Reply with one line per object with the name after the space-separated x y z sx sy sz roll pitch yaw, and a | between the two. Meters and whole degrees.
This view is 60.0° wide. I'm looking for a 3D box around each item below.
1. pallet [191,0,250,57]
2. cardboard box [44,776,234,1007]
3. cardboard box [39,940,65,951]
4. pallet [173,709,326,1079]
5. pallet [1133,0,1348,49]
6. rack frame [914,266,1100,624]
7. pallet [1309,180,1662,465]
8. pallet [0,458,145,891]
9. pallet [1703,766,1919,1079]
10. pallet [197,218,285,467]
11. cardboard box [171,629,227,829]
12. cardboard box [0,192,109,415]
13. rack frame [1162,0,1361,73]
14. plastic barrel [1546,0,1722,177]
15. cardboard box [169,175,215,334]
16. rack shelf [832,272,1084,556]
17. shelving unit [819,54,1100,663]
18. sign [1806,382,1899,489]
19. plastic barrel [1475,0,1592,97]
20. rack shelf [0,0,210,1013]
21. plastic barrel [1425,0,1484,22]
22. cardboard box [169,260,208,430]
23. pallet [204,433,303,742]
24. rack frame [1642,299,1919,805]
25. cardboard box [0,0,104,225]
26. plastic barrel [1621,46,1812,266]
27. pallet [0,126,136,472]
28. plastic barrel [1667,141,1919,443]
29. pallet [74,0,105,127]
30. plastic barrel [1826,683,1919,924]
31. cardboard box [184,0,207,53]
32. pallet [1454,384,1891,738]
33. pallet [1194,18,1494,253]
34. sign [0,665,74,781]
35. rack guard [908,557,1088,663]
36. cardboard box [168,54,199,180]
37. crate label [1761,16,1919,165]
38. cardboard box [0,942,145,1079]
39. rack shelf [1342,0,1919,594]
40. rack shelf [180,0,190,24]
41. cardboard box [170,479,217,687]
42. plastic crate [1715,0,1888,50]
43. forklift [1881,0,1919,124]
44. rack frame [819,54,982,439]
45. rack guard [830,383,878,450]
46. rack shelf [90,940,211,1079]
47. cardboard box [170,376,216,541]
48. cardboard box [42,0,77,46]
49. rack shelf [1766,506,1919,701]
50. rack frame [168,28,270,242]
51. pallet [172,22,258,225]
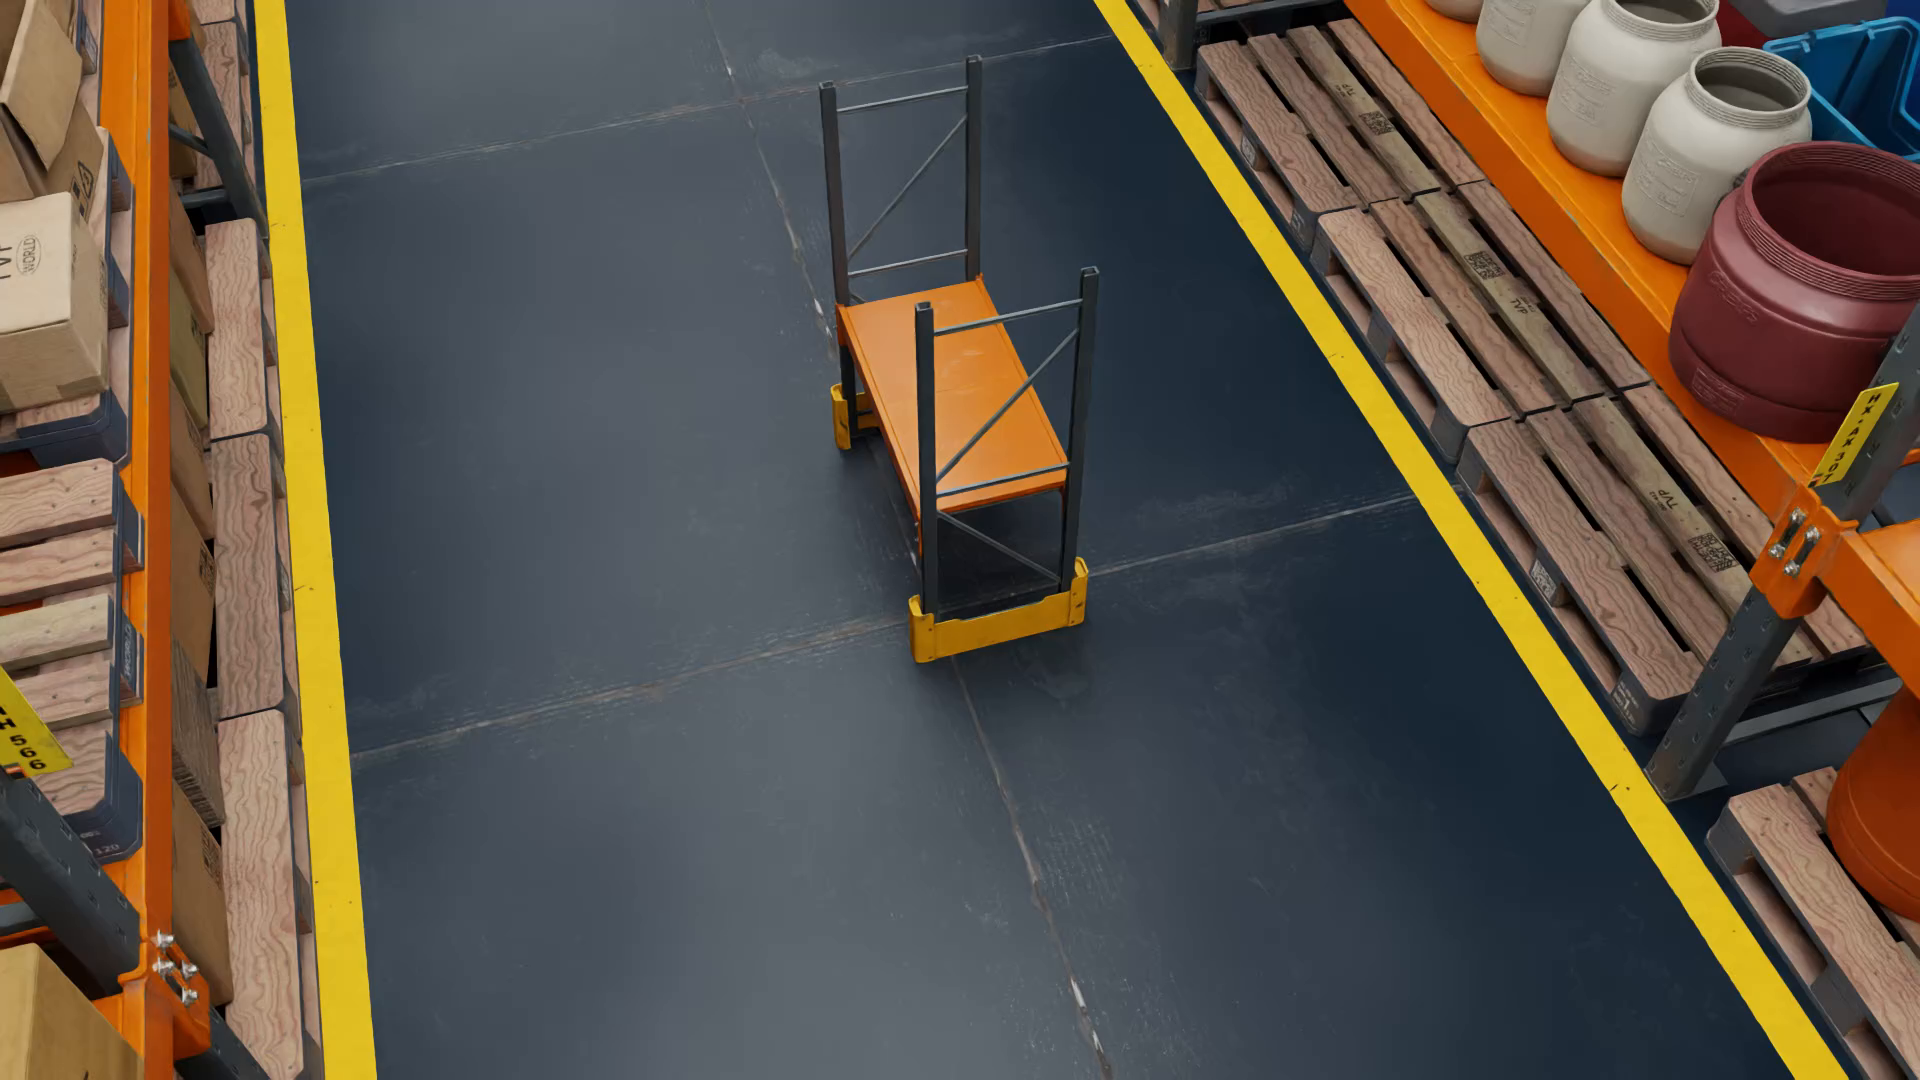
-3.906 -2.596 7.800 1.003 0.211 1.213 -13 51 -11 | pallet
-2.343 0.981 4.308 0.700 0.500 0.500 -16 52 -13 | cardboard box
-2.353 0.742 4.019 0.500 0.250 0.500 -11 51 -9 | cardboard box
-2.356 1.130 4.659 1.003 0.211 1.213 -13 51 -11 | pallet
1.264 -2.840 8.006 1.003 0.211 1.213 -13 51 -11 | pallet
0.125 -0.174 4.916 0.500 1.500 0.032 -13 51 -11 | rack frame
2.056 -0.883 6.356 1.003 0.211 1.213 -13 51 -11 | pallet
-2.438 0.368 3.604 1.213 0.211 1.003 -13 51 -11 | pallet
2.878 1.147 4.645 1.003 0.211 1.213 -13 51 -11 | pallet
-3.077 -0.652 6.162 1.003 0.211 1.213 -13 51 -11 | pallet
-2.519 0.579 4.647 0.700 0.500 0.500 -17 52 -14 | cardboard box
-2.402 -0.561 4.084 0.500 0.250 0.500 -15 51 -12 | cardboard box
1.423 -3.239 6.519 1.000 3.000 0.127 -13 51 -11 | rack frame
1.973 -1.364 4.865 0.421 0.512 0.421 0 50 0 | plastic barrel
-3.148 -1.002 5.980 0.700 0.500 0.500 -17 52 -14 | cardboard box
-0.025 -0.430 5.367 0.538 0.185 1.000 -13 51 -11 | rack shelf
-0.023 -0.539 5.224 0.587 1.500 1.083 -13 51 -11 | shelving unit
2.082 -0.241 3.884 0.100 0.325 0.005 -13 51 -11 | sign
1.841 -1.683 5.118 0.433 0.535 0.433 0 50 0 | plastic barrel
-2.717 -0.427 4.618 1.077 0.370 4.000 -13 51 -11 | rack shelf
1.713 -1.999 5.384 0.433 0.535 0.433 0 50 0 | plastic barrel
-3.025 -0.649 5.683 0.700 0.500 0.500 -14 51 -11 | cardboard box
-2.713 0.240 5.409 1.003 0.211 1.213 -13 51 -11 | pallet
2.605 -0.318 4.056 1.000 3.000 0.127 -13 51 -11 | rack frame
-2.708 -1.043 4.325 0.797 0.503 0.637 -9 50 -7 | cardboard box
2.097 -1.057 4.606 0.421 0.512 0.421 0 50 0 | plastic barrel
-2.750 -0.573 4.396 1.003 0.211 1.213 -13 51 -11 | pallet
2.179 -0.632 4.232 0.600 0.536 0.708 -13 51 -11 | plastic barrel
-3.222 -1.466 5.150 1.003 0.211 1.213 -13 51 -11 | pallet
2.766 0.600 4.427 0.600 0.830 0.708 -13 51 -11 | plastic barrel
-3.566 -2.167 6.975 0.500 0.500 0.500 1 50 1 | cardboard box
2.413 0.007 5.606 1.003 0.211 1.213 -13 51 -11 | pallet
1.692 -1.776 7.109 1.003 0.211 1.213 -13 51 -11 | pallet
-1.597 0.301 2.777 0.100 0.325 0.005 -13 51 -11 | sign
0.125 0.227 5.395 0.587 0.250 0.087 -13 51 -11 | rack guard
-3.389 -1.750 6.624 0.500 0.500 0.500 -15 51 -12 | cardboard box
2.570 -1.116 4.706 0.502 0.435 0.616 -13 51 -11 | crate label
-1.743 1.074 2.817 0.500 0.500 0.500 -12 51 -10 | cardboard box
2.014 -1.547 5.562 1.077 0.370 4.000 -13 51 -11 | rack shelf
-3.900 -3.348 7.081 1.077 0.370 4.000 -13 51 -11 | rack shelf
-2.694 0.167 4.995 0.700 0.500 0.500 -9 51 -8 | cardboard box
2.420 -1.588 5.085 0.402 0.464 0.583 -13 51 -11 | plastic crate
5.022 -2.810 6.202 3.031 2.935 1.130 -20 53 -16 | forklift
-0.176 -0.917 5.542 0.500 1.500 0.032 -13 51 -11 | rack frame
-0.170 -0.500 6.008 0.587 0.250 0.087 -13 51 -11 | rack guard
-1.535 2.495 2.155 1.077 0.370 4.000 -13 51 -11 | rack shelf
-2.859 -0.241 5.338 0.700 0.500 0.500 -17 52 -14 | cardboard box
-3.208 -1.836 4.669 1.000 1.000 1.000 -13 51 -11 | cardboard box
3.197 1.375 3.100 1.077 0.370 4.000 -13 51 -11 | rack shelf
-3.309 -2.119 5.575 1.000 3.000 0.127 -13 51 -11 | rack frame
-3.541 -1.703 7.048 1.003 0.211 1.213 -13 51 -11 | pallet
